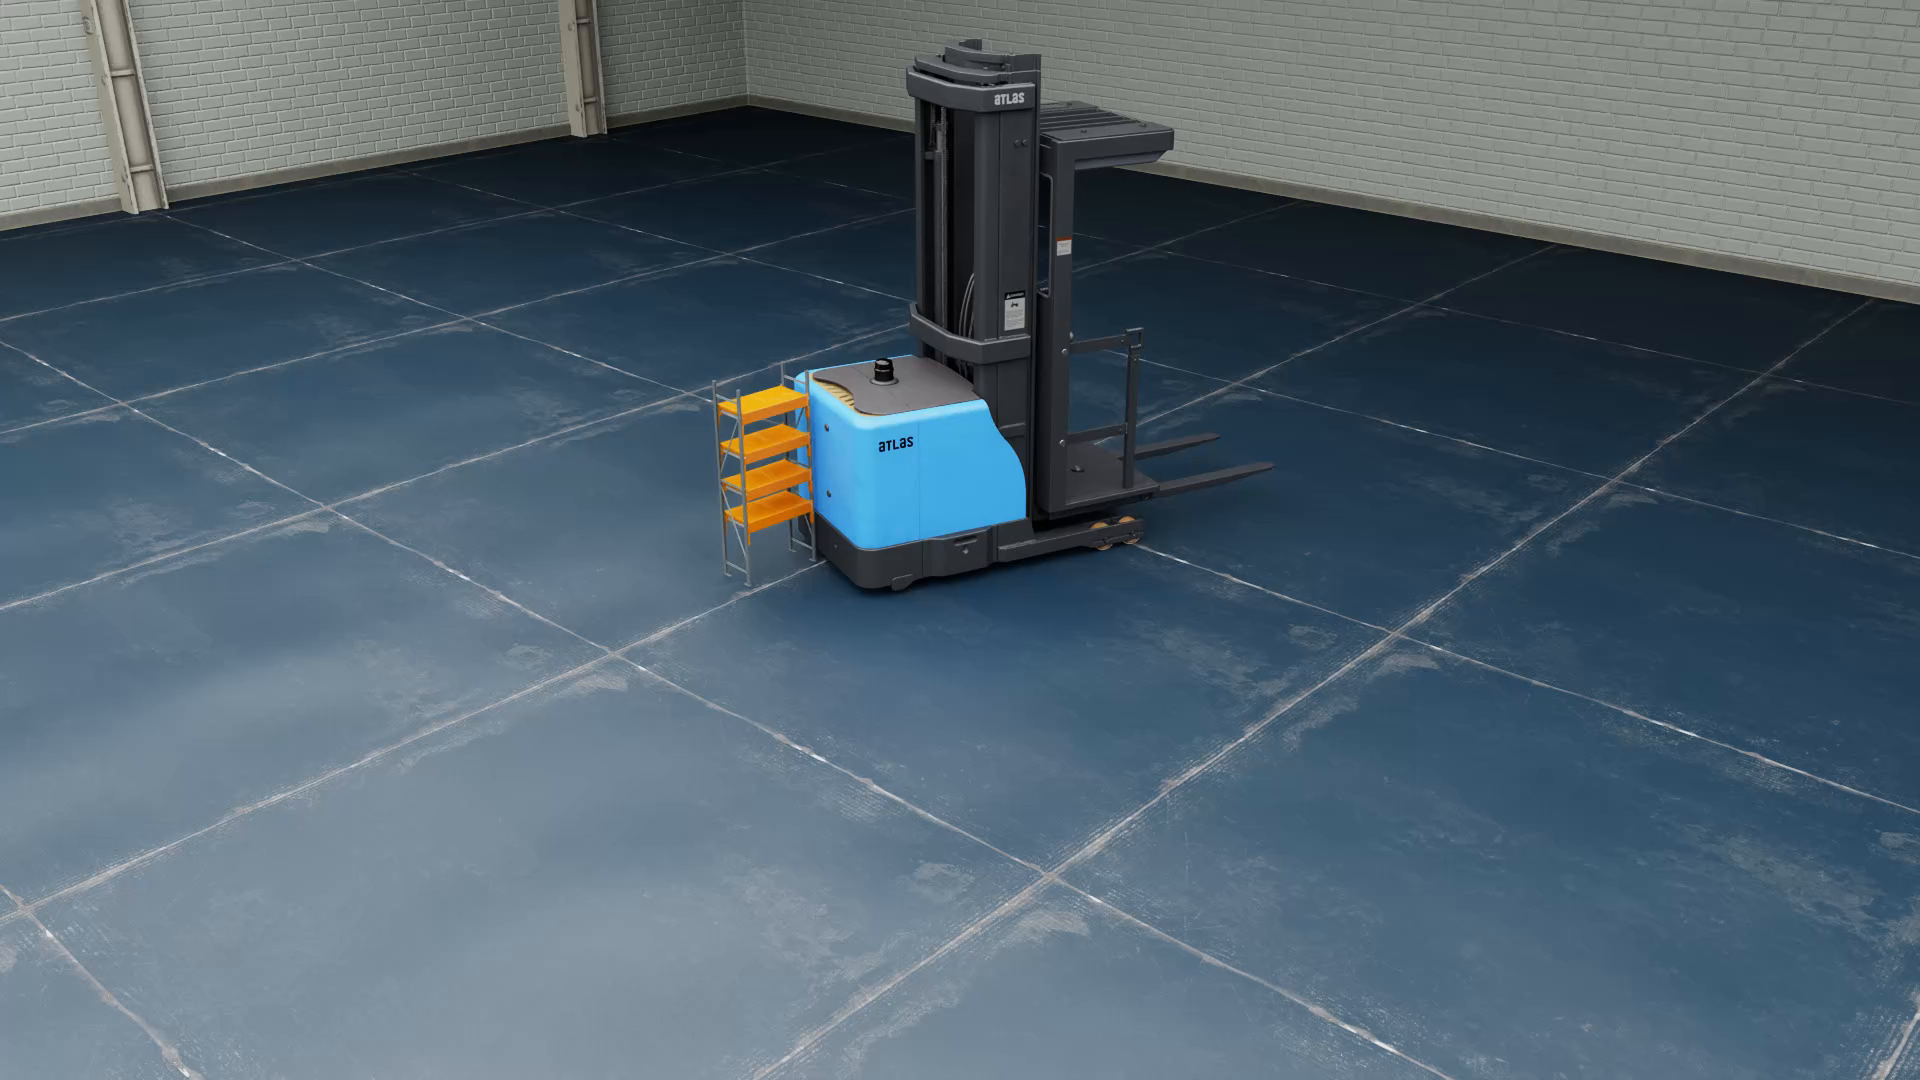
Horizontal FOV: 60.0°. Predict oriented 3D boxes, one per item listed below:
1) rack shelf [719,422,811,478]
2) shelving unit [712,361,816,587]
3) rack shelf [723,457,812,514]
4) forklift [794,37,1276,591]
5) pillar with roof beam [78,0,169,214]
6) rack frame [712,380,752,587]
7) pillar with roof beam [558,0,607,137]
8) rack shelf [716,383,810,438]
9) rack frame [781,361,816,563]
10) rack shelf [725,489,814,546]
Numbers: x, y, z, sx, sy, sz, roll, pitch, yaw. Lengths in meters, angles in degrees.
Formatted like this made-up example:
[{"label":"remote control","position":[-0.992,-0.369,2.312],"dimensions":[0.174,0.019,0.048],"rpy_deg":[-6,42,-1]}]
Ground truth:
[{"label":"rack shelf","position":[-1.124,-0.523,9.568],"dimensions":[0.480,0.148,0.258],"rpy_deg":[-22,32,-39]},{"label":"shelving unit","position":[-1.124,-0.380,9.632],"dimensions":[0.503,1.200,0.258],"rpy_deg":[-22,32,-39]},{"label":"rack shelf","position":[-1.124,-0.319,9.659],"dimensions":[0.480,0.148,0.258],"rpy_deg":[-22,32,-39]},{"label":"forklift","position":[0.555,-1.454,9.911],"dimensions":[3.031,2.935,1.130],"rpy_deg":[-12,27,-25]},{"label":"pillar with roof beam","position":[-5.822,-6.601,13.973],"dimensions":[9.100,9.000,0.400],"rpy_deg":[20,31,38]},{"label":"rack frame","position":[-1.299,-0.311,9.476],"dimensions":[0.015,1.200,0.240],"rpy_deg":[-22,32,-39]},{"label":"pillar with roof beam","position":[-1.818,-8.429,18.050],"dimensions":[9.100,9.000,0.400],"rpy_deg":[20,31,38]},{"label":"rack shelf","position":[-1.124,-0.739,9.471],"dimensions":[0.480,0.148,0.258],"rpy_deg":[-22,32,-39]},{"label":"rack frame","position":[-0.949,-0.450,9.787],"dimensions":[0.015,1.200,0.240],"rpy_deg":[-22,32,-39]},{"label":"rack shelf","position":[-1.124,-0.138,9.740],"dimensions":[0.480,0.148,0.258],"rpy_deg":[-22,32,-39]}]
